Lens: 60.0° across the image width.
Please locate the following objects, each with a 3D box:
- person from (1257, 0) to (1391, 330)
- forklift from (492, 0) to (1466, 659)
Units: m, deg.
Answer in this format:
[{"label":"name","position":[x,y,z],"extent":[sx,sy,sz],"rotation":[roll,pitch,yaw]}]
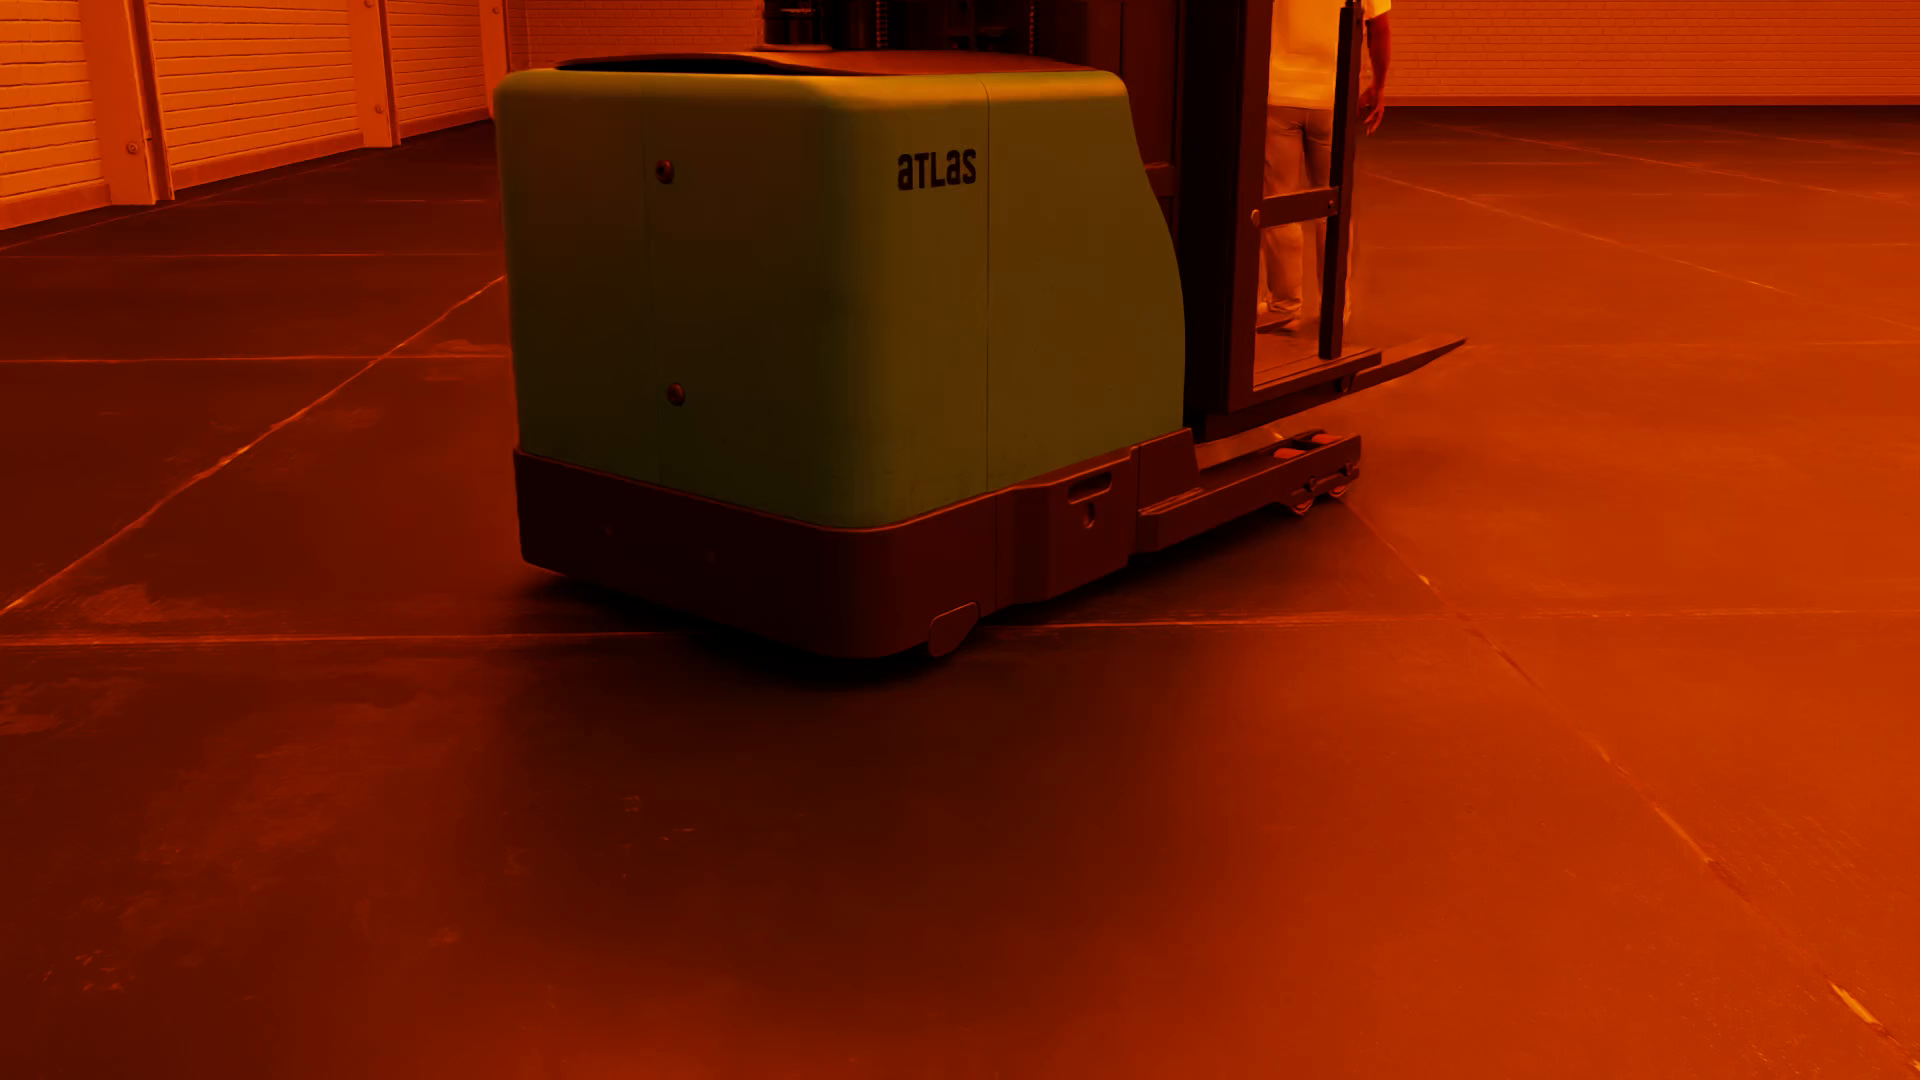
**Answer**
[{"label":"person","position":[1.318,-1.719,6.494],"extent":[0.666,1.765,0.578],"rotation":[-1,17,-2]},{"label":"forklift","position":[0.380,-1.546,3.962],"extent":[1.130,2.935,3.031],"rotation":[13,22,37]}]
